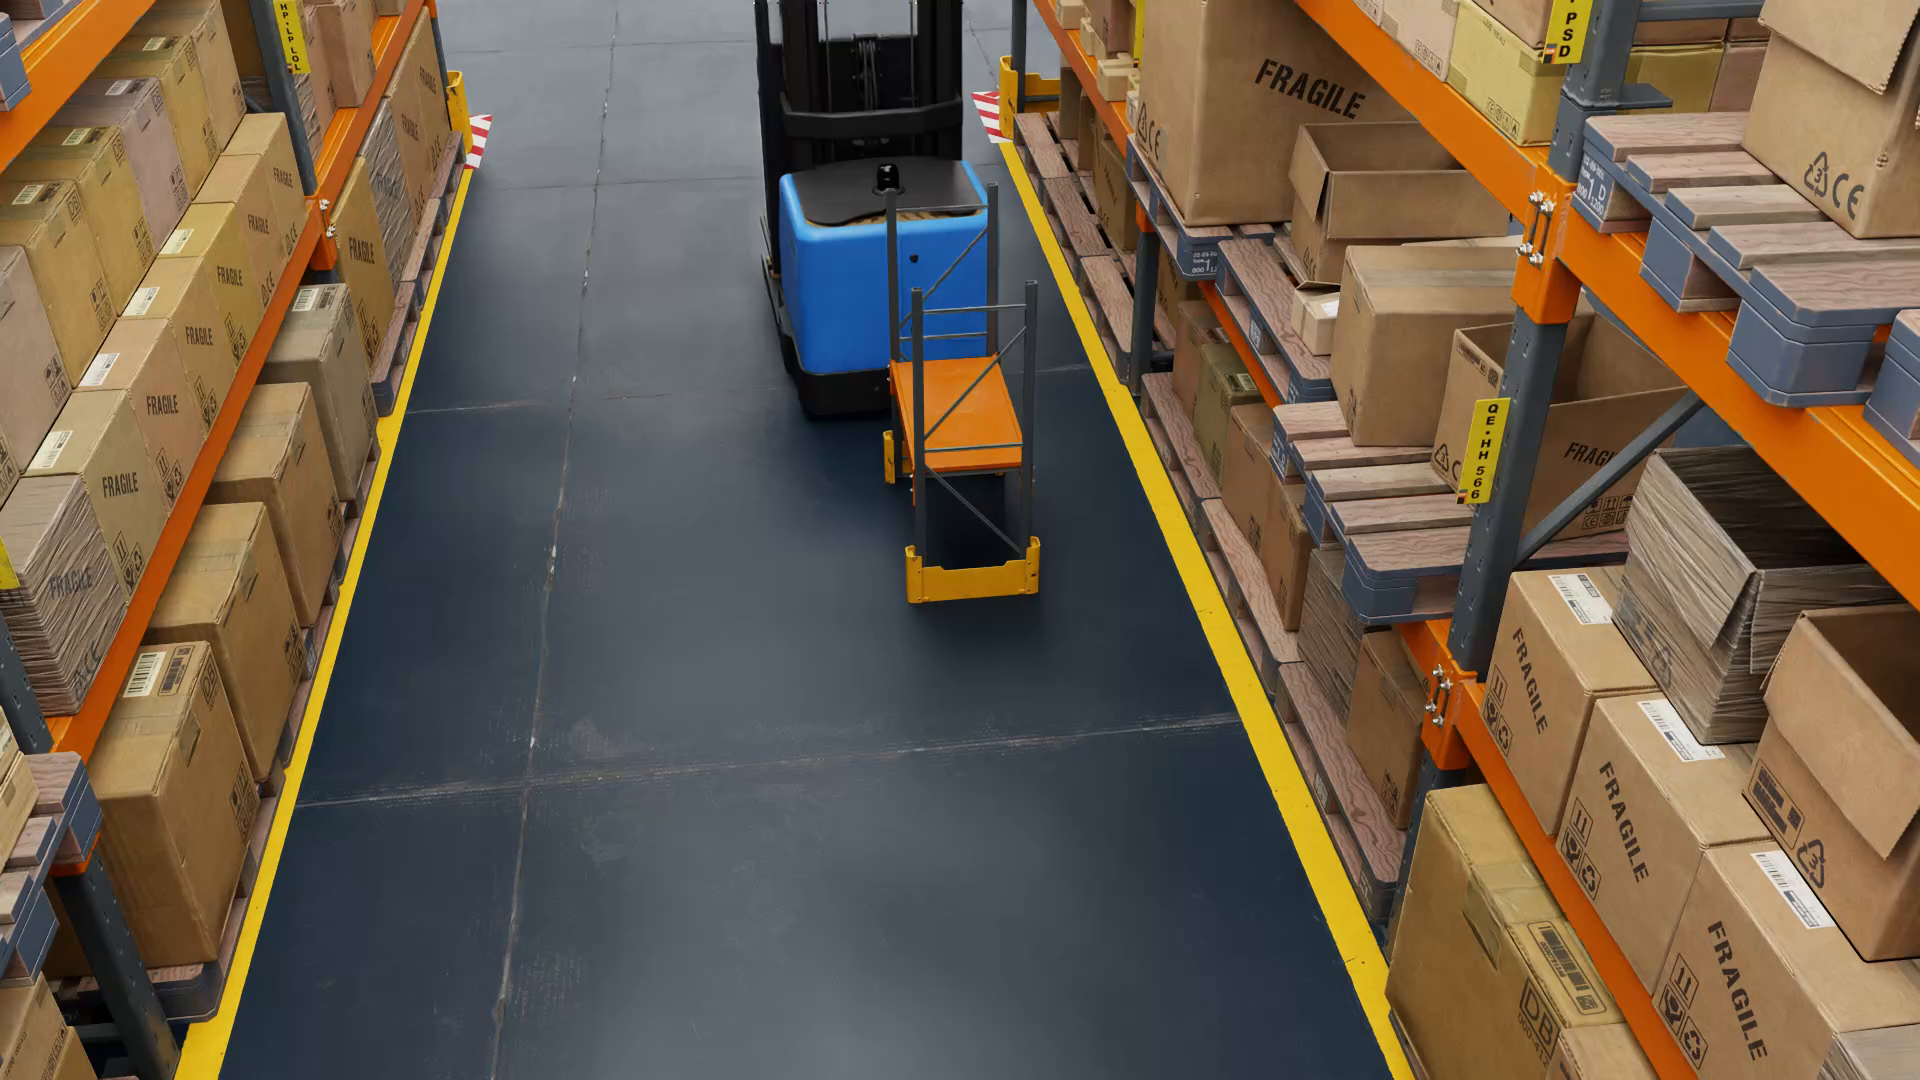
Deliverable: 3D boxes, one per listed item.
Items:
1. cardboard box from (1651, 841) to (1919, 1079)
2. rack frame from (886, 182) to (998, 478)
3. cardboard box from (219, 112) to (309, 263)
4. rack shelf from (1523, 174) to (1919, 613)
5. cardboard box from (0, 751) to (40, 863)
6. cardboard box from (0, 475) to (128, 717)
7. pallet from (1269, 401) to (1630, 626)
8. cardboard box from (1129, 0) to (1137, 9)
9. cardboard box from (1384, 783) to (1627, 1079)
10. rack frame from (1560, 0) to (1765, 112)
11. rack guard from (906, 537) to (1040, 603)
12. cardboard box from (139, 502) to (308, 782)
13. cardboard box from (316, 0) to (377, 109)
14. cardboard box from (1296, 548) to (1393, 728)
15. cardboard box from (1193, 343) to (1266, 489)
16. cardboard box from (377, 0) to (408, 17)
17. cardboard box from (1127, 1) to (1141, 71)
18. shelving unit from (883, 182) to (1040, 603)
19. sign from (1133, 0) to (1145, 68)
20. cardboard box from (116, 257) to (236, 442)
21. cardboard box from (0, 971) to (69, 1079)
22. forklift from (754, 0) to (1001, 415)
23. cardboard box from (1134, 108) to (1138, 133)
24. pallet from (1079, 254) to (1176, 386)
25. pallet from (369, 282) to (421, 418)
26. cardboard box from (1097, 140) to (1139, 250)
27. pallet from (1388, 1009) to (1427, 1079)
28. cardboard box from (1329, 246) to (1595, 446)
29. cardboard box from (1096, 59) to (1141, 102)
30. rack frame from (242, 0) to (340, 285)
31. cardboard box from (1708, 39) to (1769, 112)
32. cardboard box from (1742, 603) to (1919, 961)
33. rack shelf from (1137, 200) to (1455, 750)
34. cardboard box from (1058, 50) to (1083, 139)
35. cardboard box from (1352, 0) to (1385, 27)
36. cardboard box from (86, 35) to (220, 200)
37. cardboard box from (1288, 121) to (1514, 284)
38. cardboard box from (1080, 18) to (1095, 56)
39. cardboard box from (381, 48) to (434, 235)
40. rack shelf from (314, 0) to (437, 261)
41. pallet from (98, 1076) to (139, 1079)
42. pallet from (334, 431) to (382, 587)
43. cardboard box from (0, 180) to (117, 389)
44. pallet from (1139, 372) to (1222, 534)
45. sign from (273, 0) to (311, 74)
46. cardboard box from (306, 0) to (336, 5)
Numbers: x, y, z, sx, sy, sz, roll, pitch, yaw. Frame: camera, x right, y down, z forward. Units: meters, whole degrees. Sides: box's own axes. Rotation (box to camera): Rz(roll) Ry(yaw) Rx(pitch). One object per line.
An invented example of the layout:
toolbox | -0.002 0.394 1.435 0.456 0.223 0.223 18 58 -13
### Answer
cardboard box | 1.886 0.987 3.549 0.500 0.500 0.500 -5 35 -7
rack frame | -0.080 -0.951 7.814 0.500 1.500 0.032 -4 35 -6
cardboard box | -3.185 -1.520 7.228 0.500 0.500 0.500 -5 35 -7
rack shelf | 2.215 0.337 2.567 1.077 0.370 4.000 -4 35 -6
cardboard box | -2.460 0.653 3.978 0.380 0.149 0.250 -4 34 -6
cardboard box | -2.775 0.170 4.748 0.500 0.500 0.500 -4 34 -6
pallet | 1.745 -0.147 5.473 1.213 0.211 1.003 -4 35 -6
cardboard box | 1.075 -2.877 8.067 0.500 0.500 0.500 -4 35 -6
cardboard box | 2.019 1.254 4.760 1.225 0.875 0.875 -6 35 -9
rack frame | 1.946 -2.316 3.158 1.000 3.000 0.127 -4 35 -6
rack guard | 0.057 0.132 7.334 0.587 0.250 0.087 -4 35 -6
cardboard box | -3.096 0.404 6.118 1.050 0.750 0.750 -4 34 -6
cardboard box | -3.634 -2.632 8.816 0.875 0.550 0.550 -4 35 -6
cardboard box | 1.749 0.333 6.426 0.700 0.500 0.500 -7 35 -10
cardboard box | 1.515 -0.606 7.805 0.700 0.500 0.500 -5 35 -7
cardboard box | -3.868 -3.535 10.140 0.875 0.550 0.550 -4 35 -6
cardboard box | 1.377 -2.771 8.799 0.875 0.500 0.500 -4 35 -6
shelving unit | -0.010 -0.662 7.390 0.587 1.500 1.083 -4 35 -6
sign | 0.872 -2.381 7.812 0.100 0.325 0.005 -4 35 -6
cardboard box | -2.978 -0.673 5.985 0.500 0.500 0.500 -5 35 -7
cardboard box | -2.630 1.394 4.222 0.500 0.250 0.500 -5 35 -8
forklift | -0.579 -2.676 9.073 1.130 2.935 3.031 -6 35 -9
cardboard box | 1.088 -2.063 8.337 0.380 0.149 0.250 -4 35 -6
pallet | 1.283 -1.289 9.454 1.003 0.211 1.213 -4 35 -6
pallet | -3.545 -1.028 9.071 1.003 0.211 1.213 -4 35 -6
cardboard box | 1.148 -2.095 10.008 0.500 0.500 0.500 -7 35 -11
pallet | 1.978 1.761 4.978 1.003 0.211 1.213 -4 35 -6
cardboard box | 1.660 -0.654 5.584 0.700 0.500 0.500 0 34 1
cardboard box | 0.946 -2.478 8.946 0.380 0.149 0.250 -4 35 -6
rack frame | -3.520 -1.750 7.654 1.000 3.000 0.127 -4 35 -6
cardboard box | 2.135 -1.296 4.458 0.500 0.250 0.500 -4 34 -6
cardboard box | 2.114 0.480 3.402 0.797 0.503 0.637 -4 34 -5
rack shelf | 1.677 -0.656 6.687 1.077 0.370 4.000 -4 35 -6
cardboard box | 0.938 -3.092 11.470 0.500 0.500 0.500 2 34 2
cardboard box | 1.494 -1.817 5.223 0.500 0.250 0.500 -3 34 -5
cardboard box | -3.376 -1.641 6.517 0.700 0.500 0.500 -5 35 -7
cardboard box | 1.733 -1.325 6.566 0.797 0.503 0.637 -1 34 -1
cardboard box | 0.901 -2.901 9.566 0.380 0.149 0.250 -4 35 -6
cardboard box | -3.781 -2.413 10.141 0.875 0.875 0.875 -5 35 -7
rack shelf | -3.789 -2.569 9.494 1.077 0.370 4.000 -4 35 -6
pallet | -2.878 2.071 4.524 1.003 0.211 1.213 -4 35 -6
pallet | -3.342 -0.173 7.816 1.003 0.211 1.213 -4 35 -6
cardboard box | -3.173 -0.792 5.271 0.700 0.500 0.500 -5 35 -7
pallet | 1.515 -0.482 8.270 1.003 0.211 1.213 -4 35 -6
sign | -2.984 -2.242 7.418 0.100 0.325 0.005 -4 35 -6
cardboard box | -3.661 -3.076 8.508 0.875 0.550 0.550 -4 35 -6
